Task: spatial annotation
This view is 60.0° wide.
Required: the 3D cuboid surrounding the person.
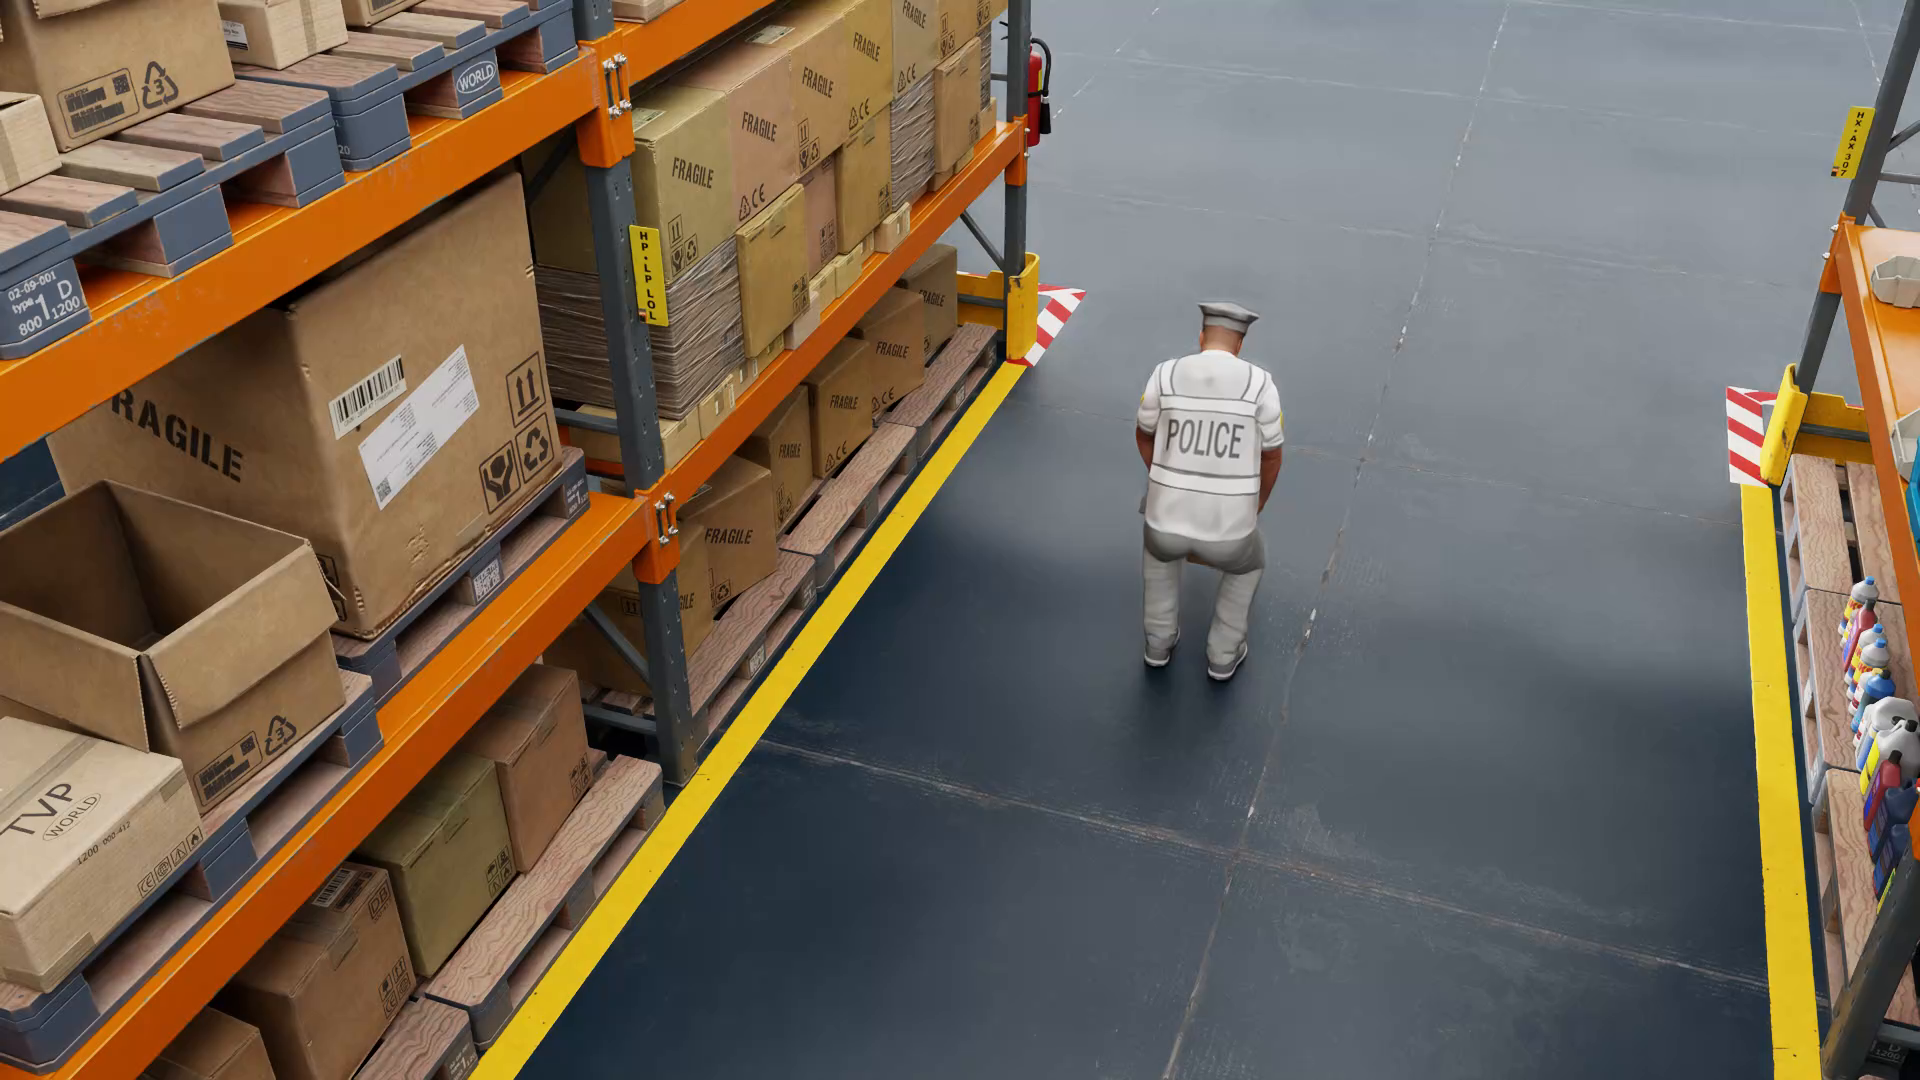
[{"bbox_3d":[0.960,-0.177,6.648,0.589,1.497,0.751,11,35,17],"label":"person"}]
